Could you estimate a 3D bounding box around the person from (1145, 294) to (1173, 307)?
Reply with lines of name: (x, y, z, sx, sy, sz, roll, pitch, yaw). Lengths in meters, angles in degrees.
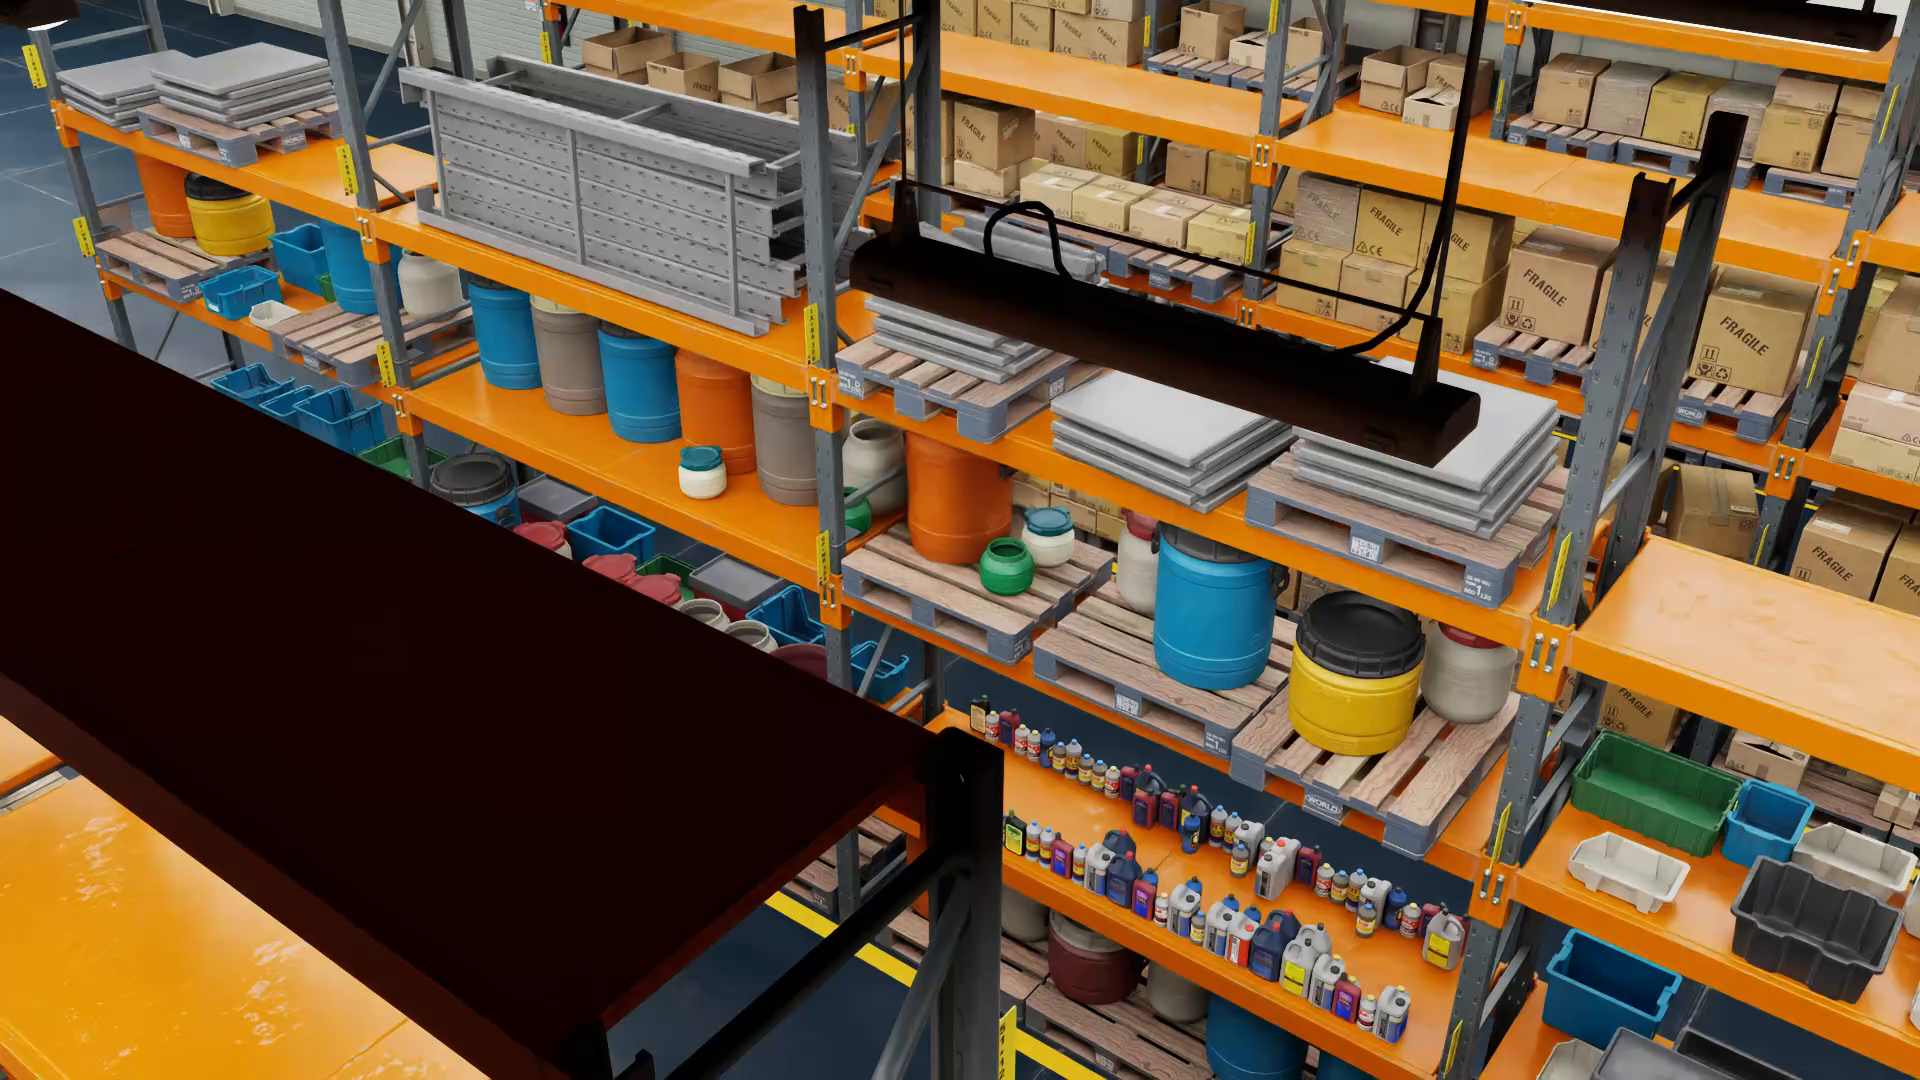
person: (1.920, -2.168, 17.247, 0.690, 1.687, 0.462, 9, 33, 14)
